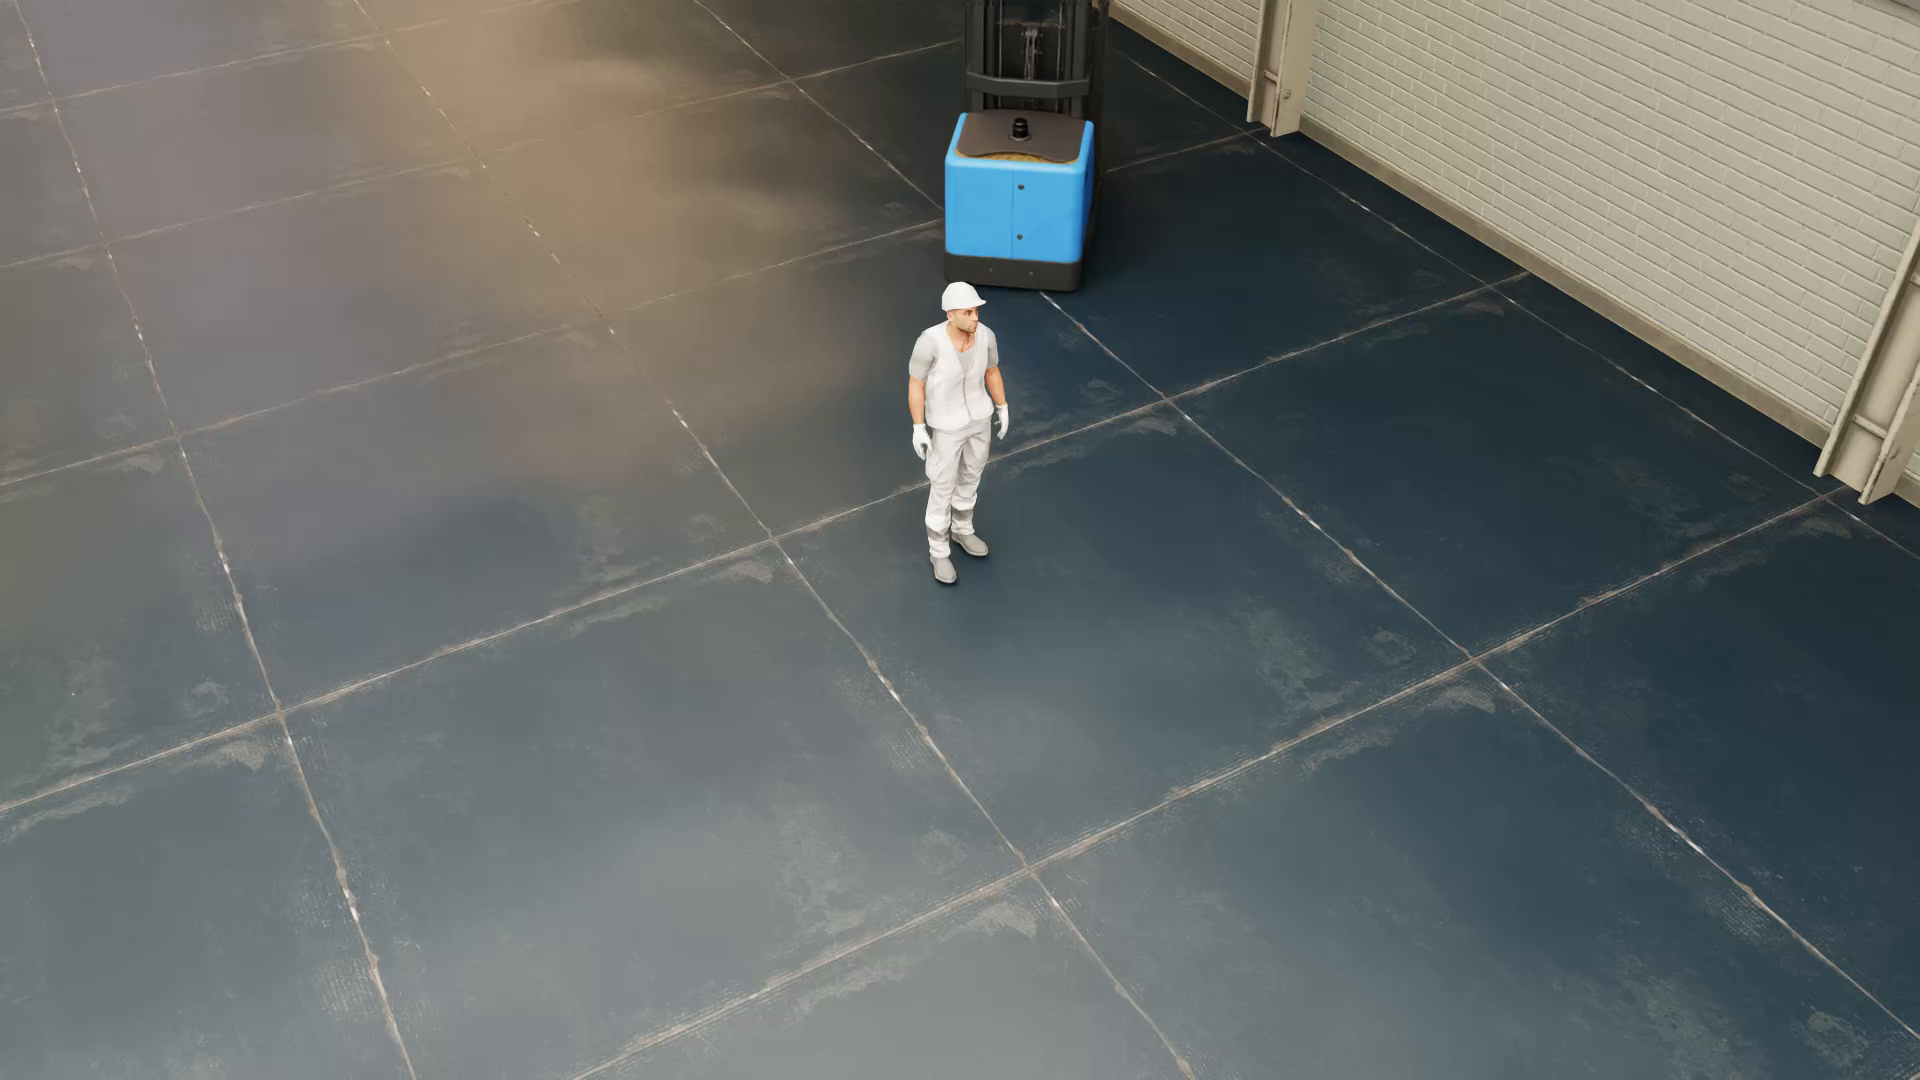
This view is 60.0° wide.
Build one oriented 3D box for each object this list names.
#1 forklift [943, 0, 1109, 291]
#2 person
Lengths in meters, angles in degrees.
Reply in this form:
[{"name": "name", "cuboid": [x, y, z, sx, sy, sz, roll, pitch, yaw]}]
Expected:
[{"name": "forklift", "cuboid": [0.603, -3.933, 12.777, 1.130, 2.935, 3.031, 5, 40, 6]}, {"name": "person", "cuboid": [0.029, -0.646, 9.698, 0.637, 1.787, 0.564, -20, 44, -23]}]
